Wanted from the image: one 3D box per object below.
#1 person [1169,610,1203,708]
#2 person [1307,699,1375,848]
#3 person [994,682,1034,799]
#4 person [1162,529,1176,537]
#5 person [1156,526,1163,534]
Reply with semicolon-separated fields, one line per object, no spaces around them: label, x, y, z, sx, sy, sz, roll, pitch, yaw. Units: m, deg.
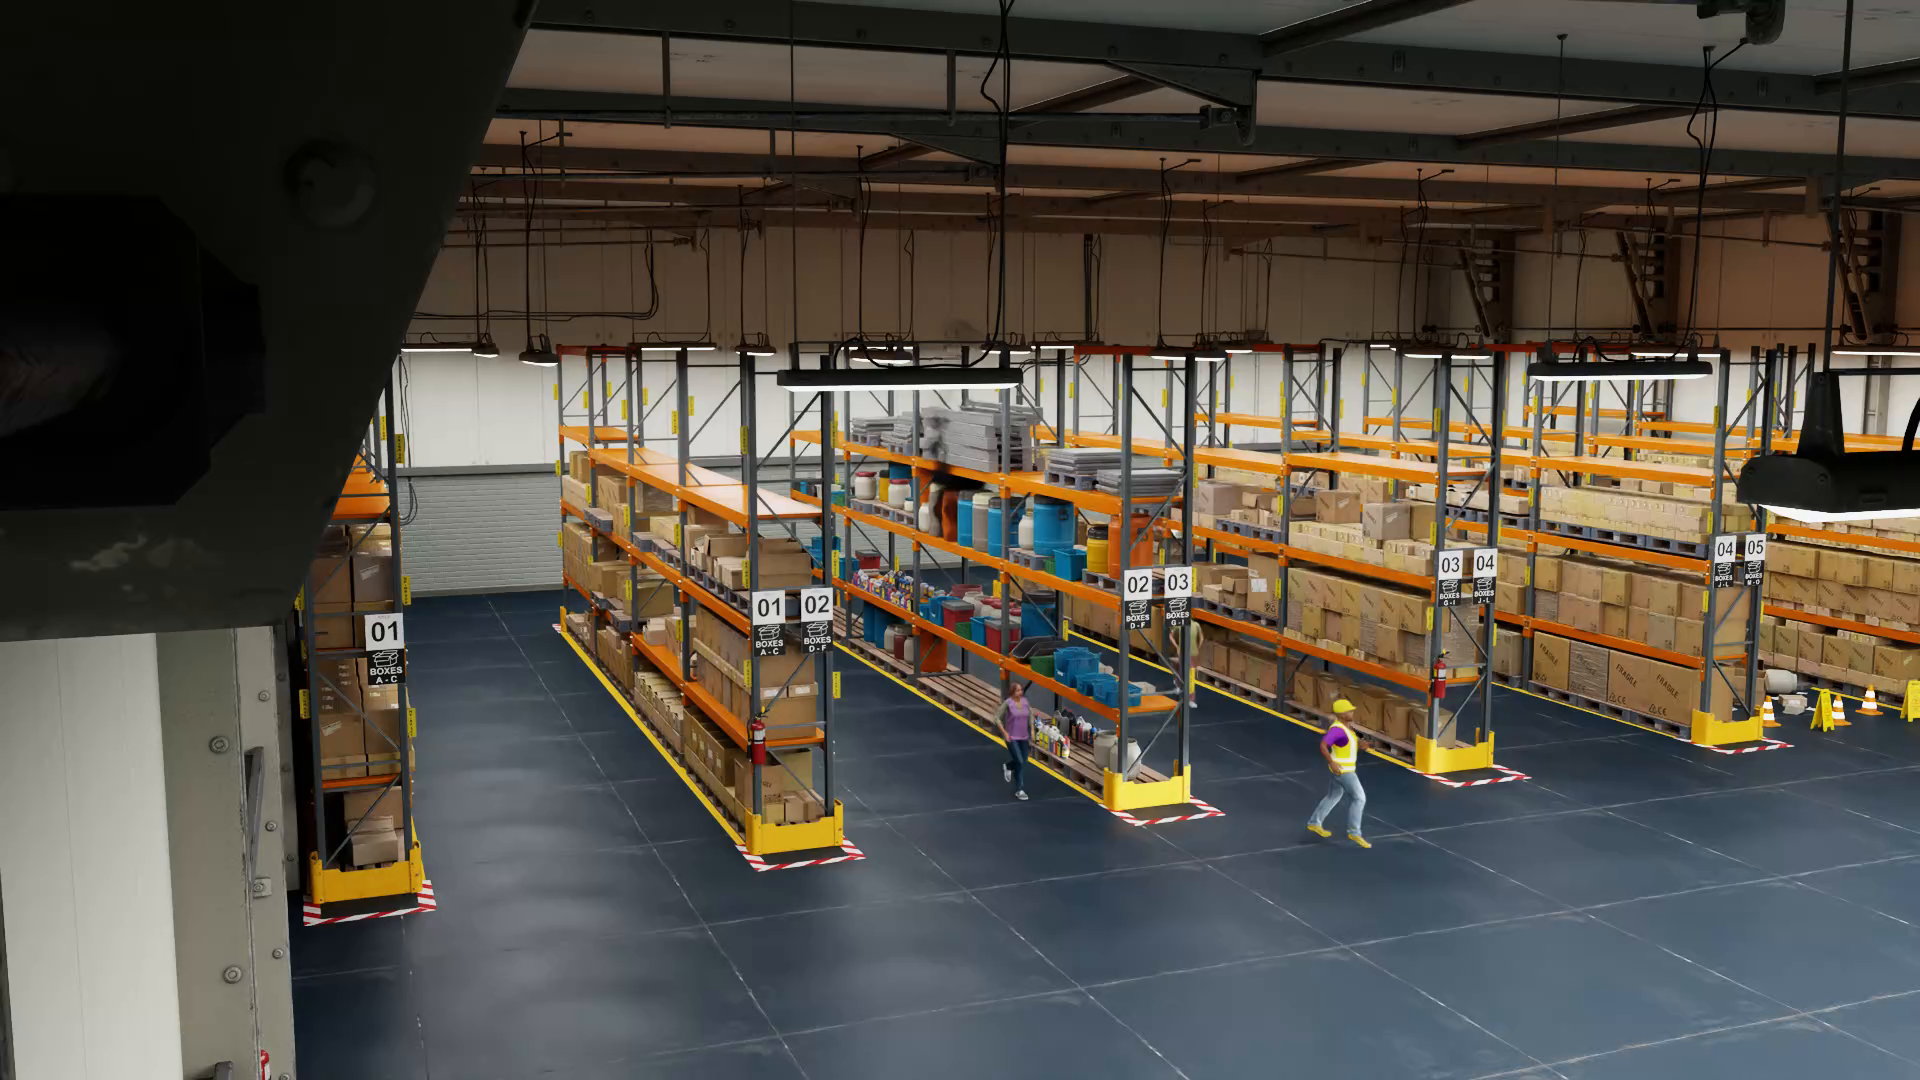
person;3.852;1.950;28.151;0.572;1.666;0.791;-2;8;-17
person;4.688;2.857;20.447;0.786;1.818;0.679;1;7;9
person;0.732;2.691;22.629;0.566;1.575;0.718;-4;8;-27
person;5.113;0.222;41.237;0.898;1.747;0.739;-2;7;-14
person;4.743;0.417;40.015;0.715;1.676;0.889;0;7;-1
